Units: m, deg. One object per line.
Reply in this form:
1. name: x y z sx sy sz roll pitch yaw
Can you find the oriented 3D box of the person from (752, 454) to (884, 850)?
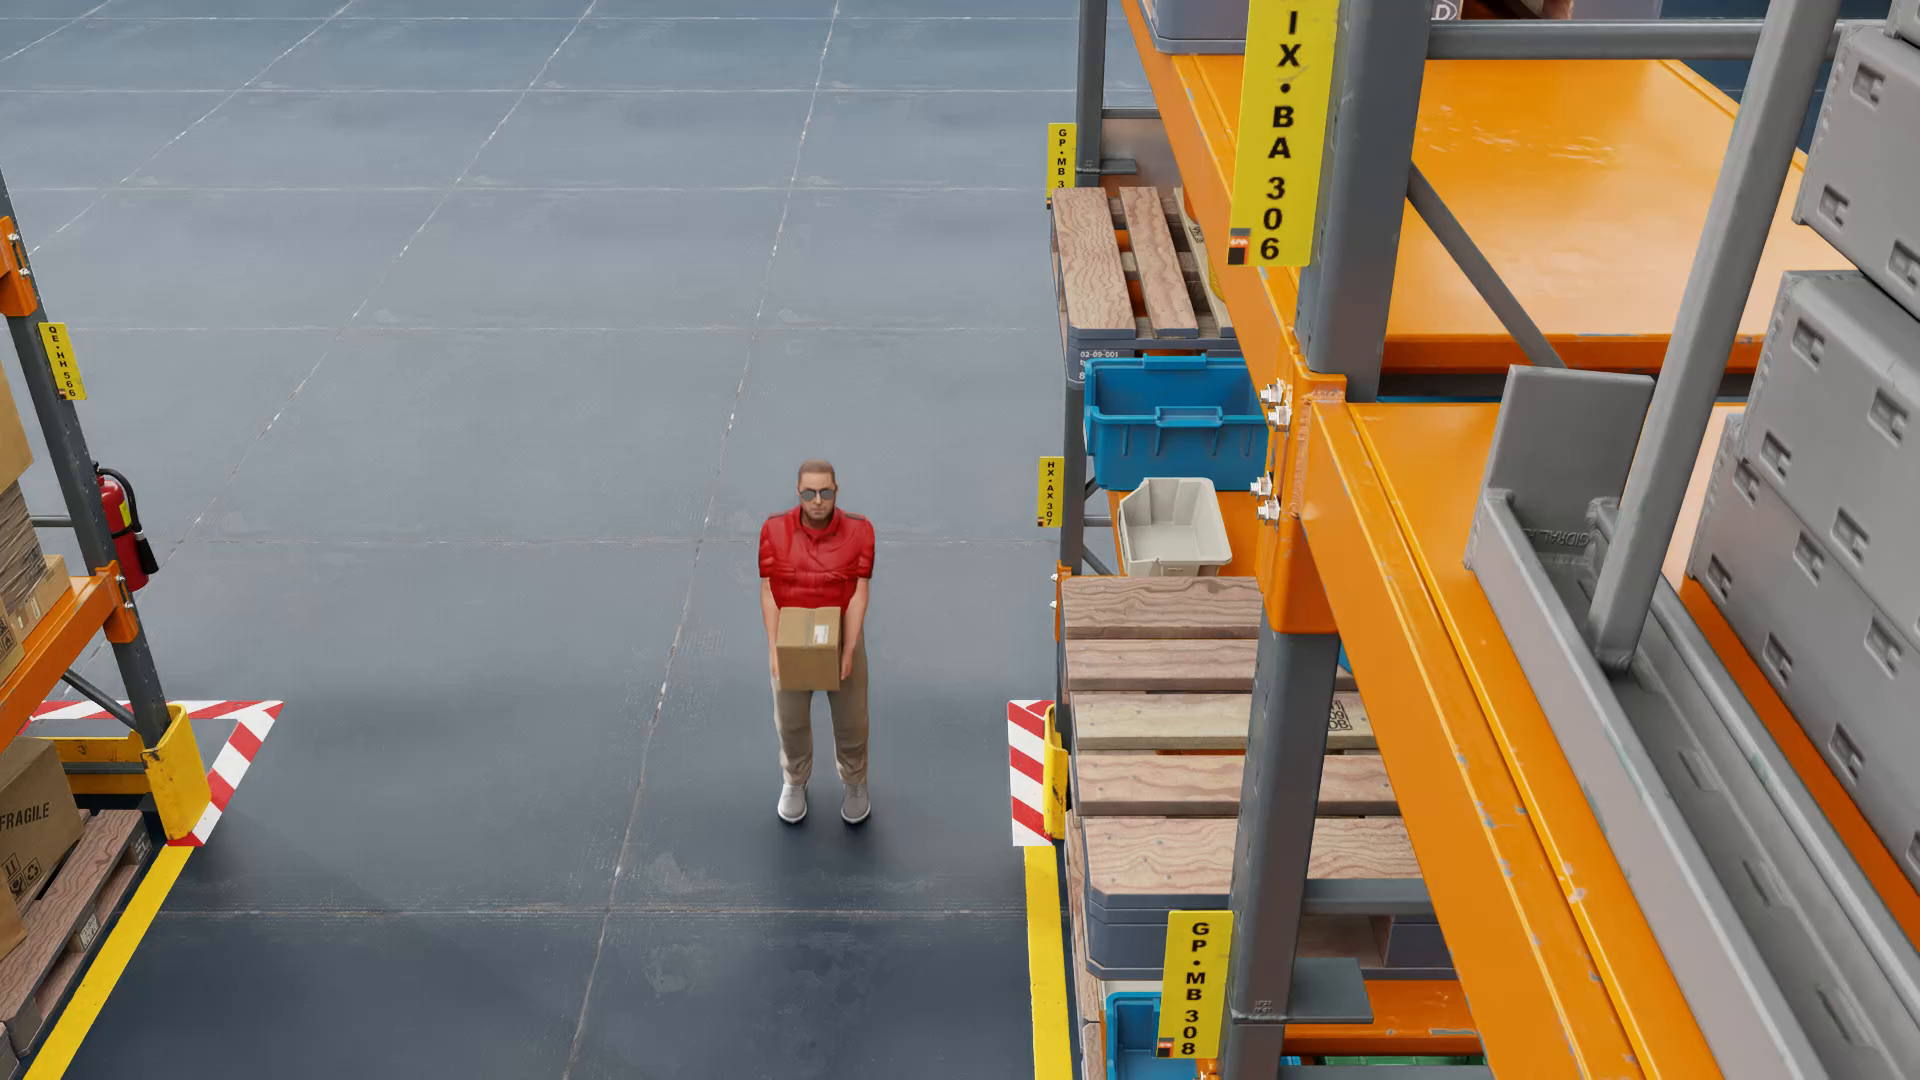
1. person: -0.598 0.470 7.174 0.587 1.733 0.477 -22 38 -32
